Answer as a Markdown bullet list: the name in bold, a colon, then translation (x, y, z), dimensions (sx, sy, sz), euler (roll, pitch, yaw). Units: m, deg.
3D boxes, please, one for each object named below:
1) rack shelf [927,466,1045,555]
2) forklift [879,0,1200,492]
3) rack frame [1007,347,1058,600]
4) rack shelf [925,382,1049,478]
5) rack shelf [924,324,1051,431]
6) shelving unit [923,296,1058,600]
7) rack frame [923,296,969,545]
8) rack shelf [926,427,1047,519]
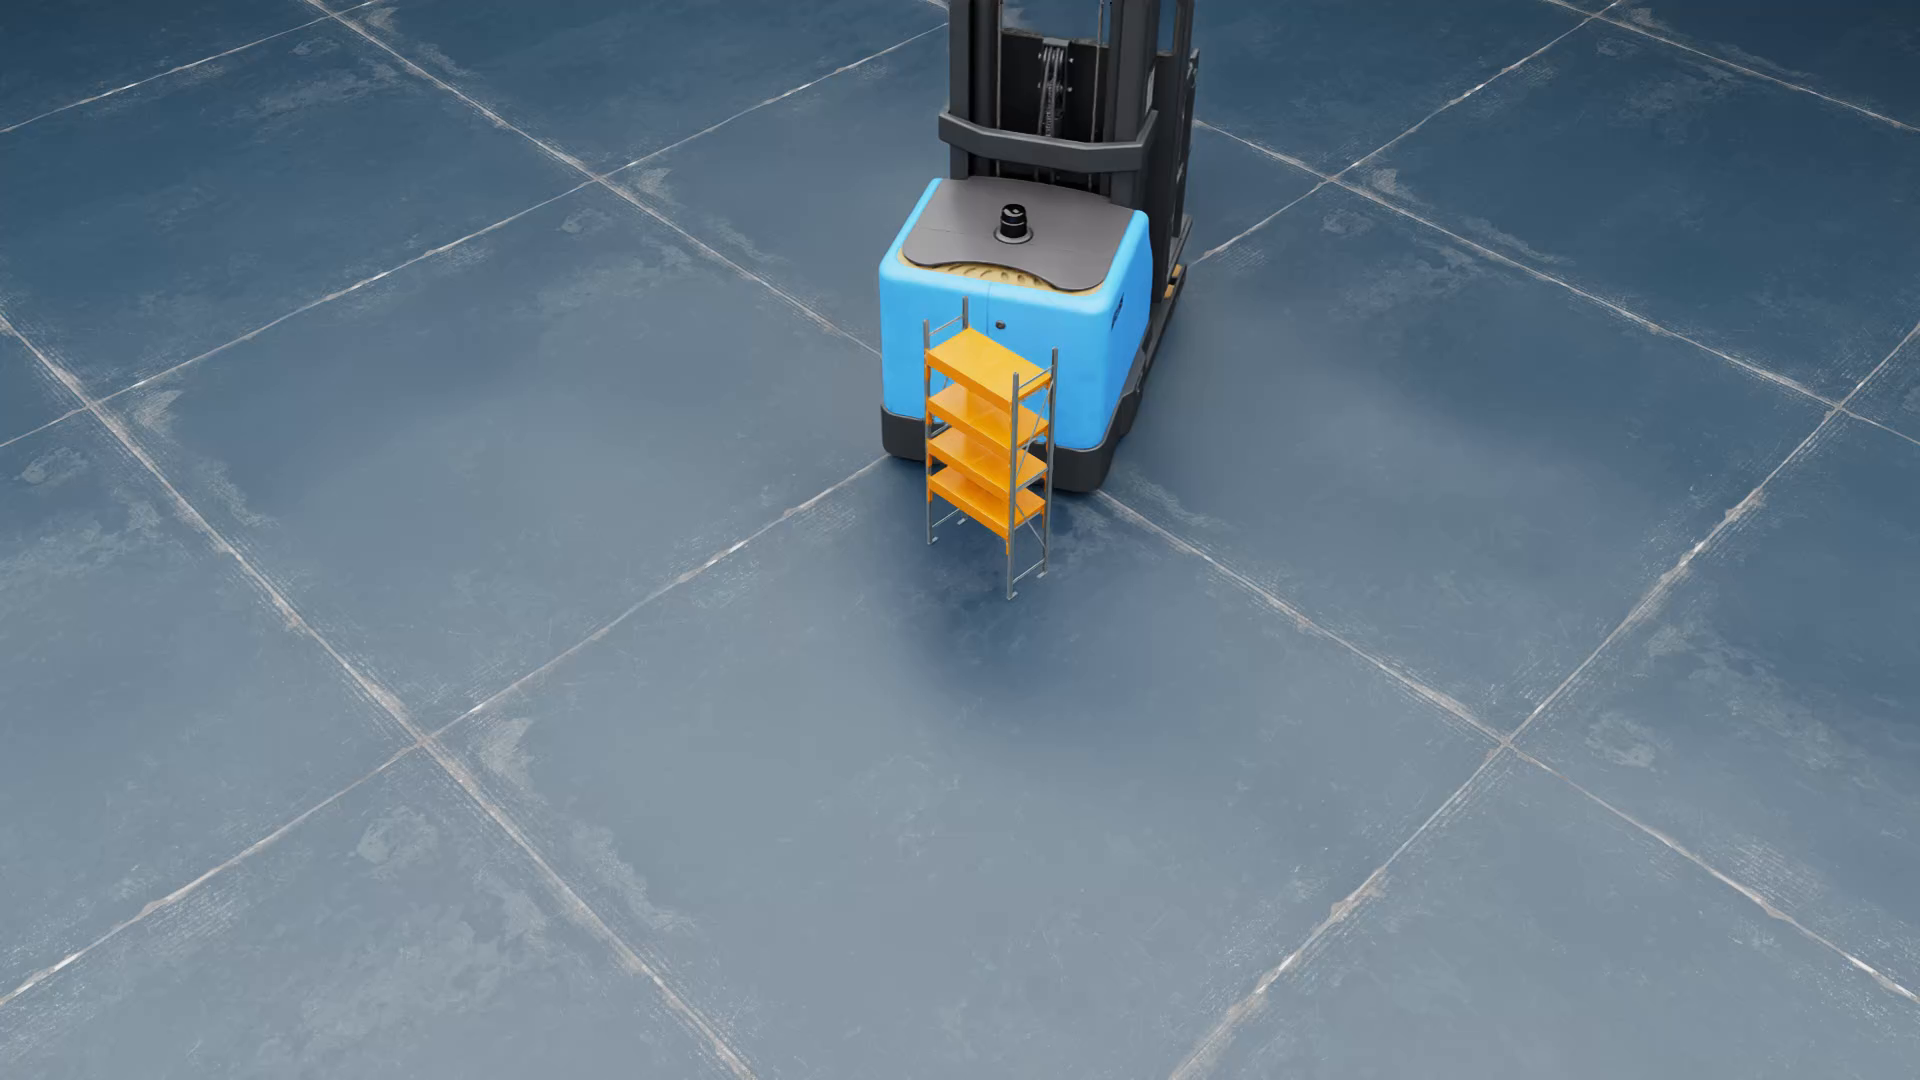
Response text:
- **rack shelf**: translation (0.117, -0.166, 7.055), dimensions (0.258, 0.148, 0.480), euler (-34, 53, -31)
- **forklift**: translation (0.560, -2.307, 7.704), dimensions (1.130, 2.935, 3.031), euler (12, 44, 13)
- **rack frame**: translation (0.289, -0.244, 6.747), dimensions (0.240, 1.200, 0.015), euler (-34, 53, -31)
- **rack shelf**: translation (0.117, -0.476, 6.768), dimensions (0.258, 0.148, 0.480), euler (-34, 53, -31)
- **rack shelf**: translation (0.117, -0.650, 6.607), dimensions (0.258, 0.148, 0.480), euler (-34, 53, -31)
- **shelving unit**: translation (0.117, -0.361, 6.874), dimensions (0.258, 1.200, 0.503), euler (-34, 53, -31)
- **rack frame**: translation (-0.055, -0.478, 7.001), dimensions (0.240, 1.200, 0.015), euler (-34, 53, -31)
- **rack shelf**: translation (0.117, -0.312, 6.920), dimensions (0.258, 0.148, 0.480), euler (-34, 53, -31)
